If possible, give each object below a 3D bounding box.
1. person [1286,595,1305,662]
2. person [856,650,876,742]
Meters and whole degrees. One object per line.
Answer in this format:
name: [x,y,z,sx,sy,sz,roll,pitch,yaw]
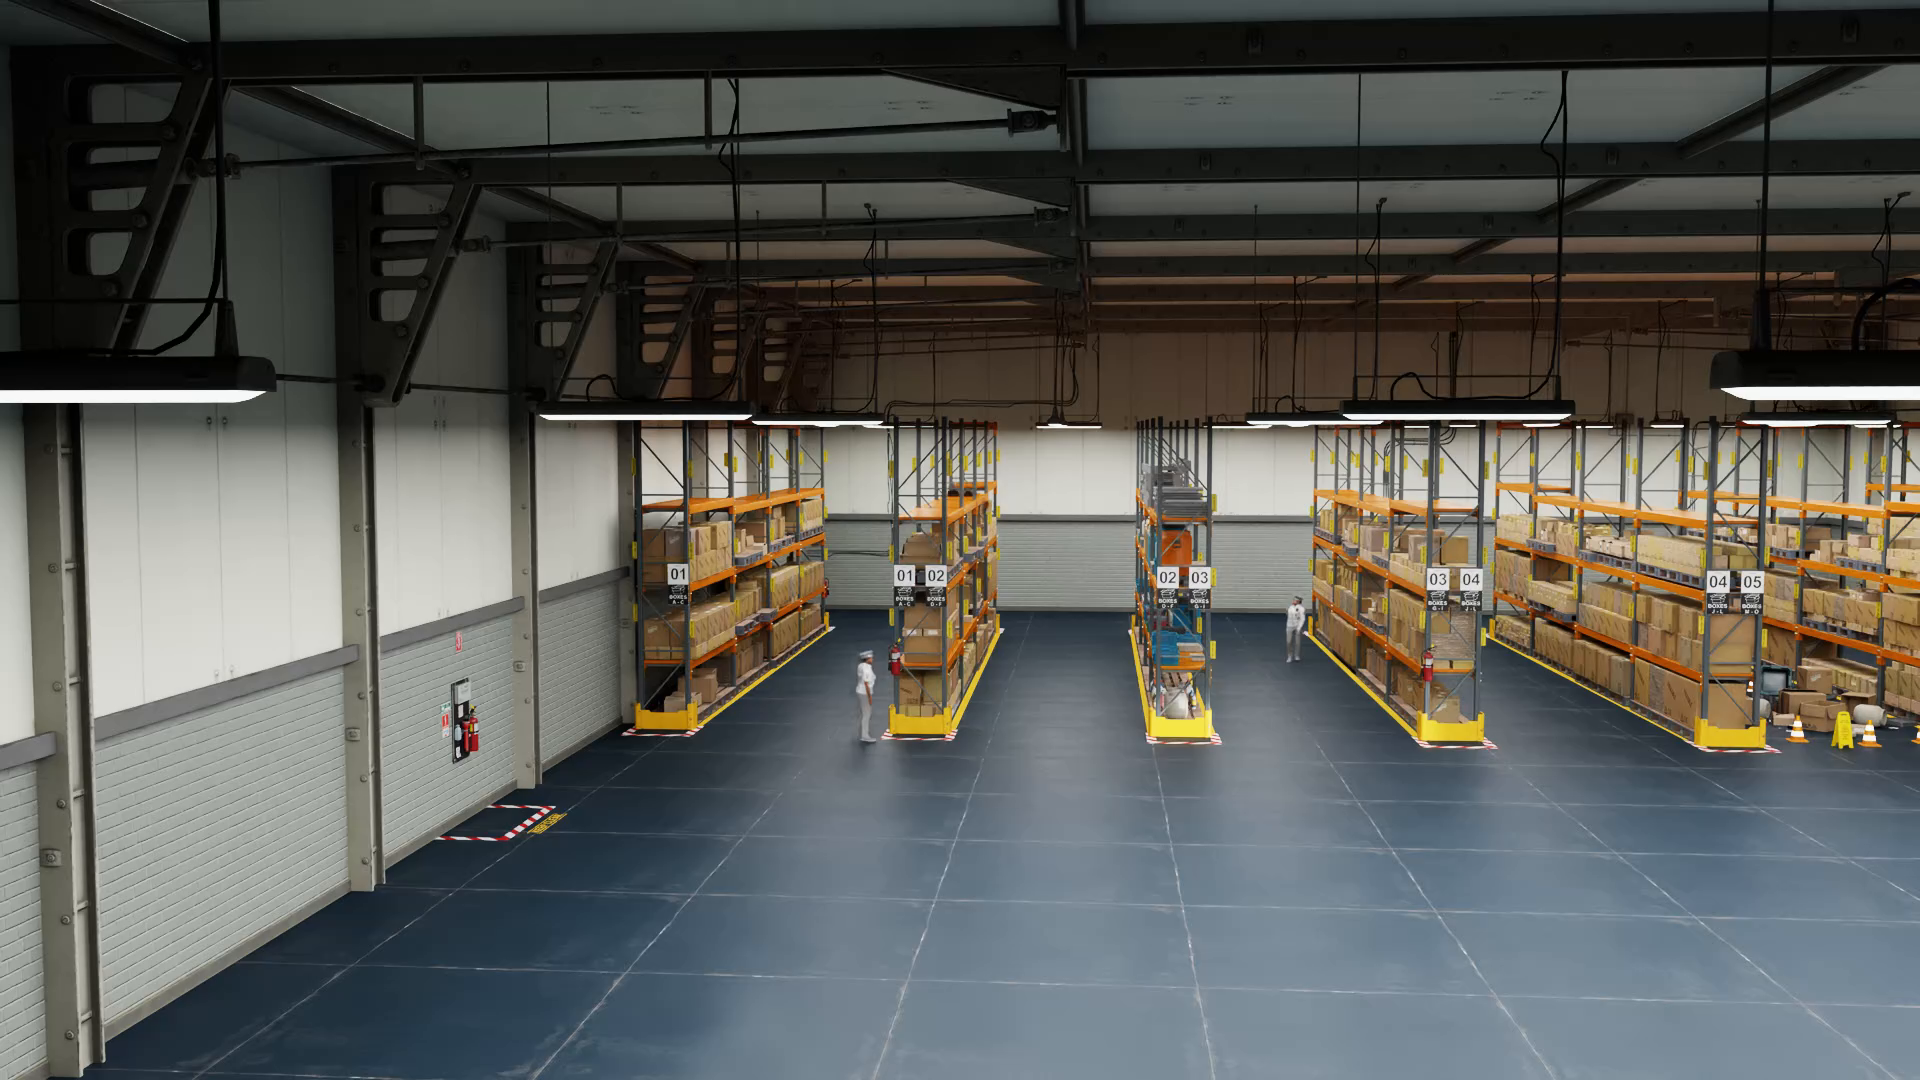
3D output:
person: [8.326,2.207,41.322,0.510,1.697,0.595,1,4,20]
person: [-1.750,2.920,30.804,0.351,1.762,0.549,-1,4,-14]
